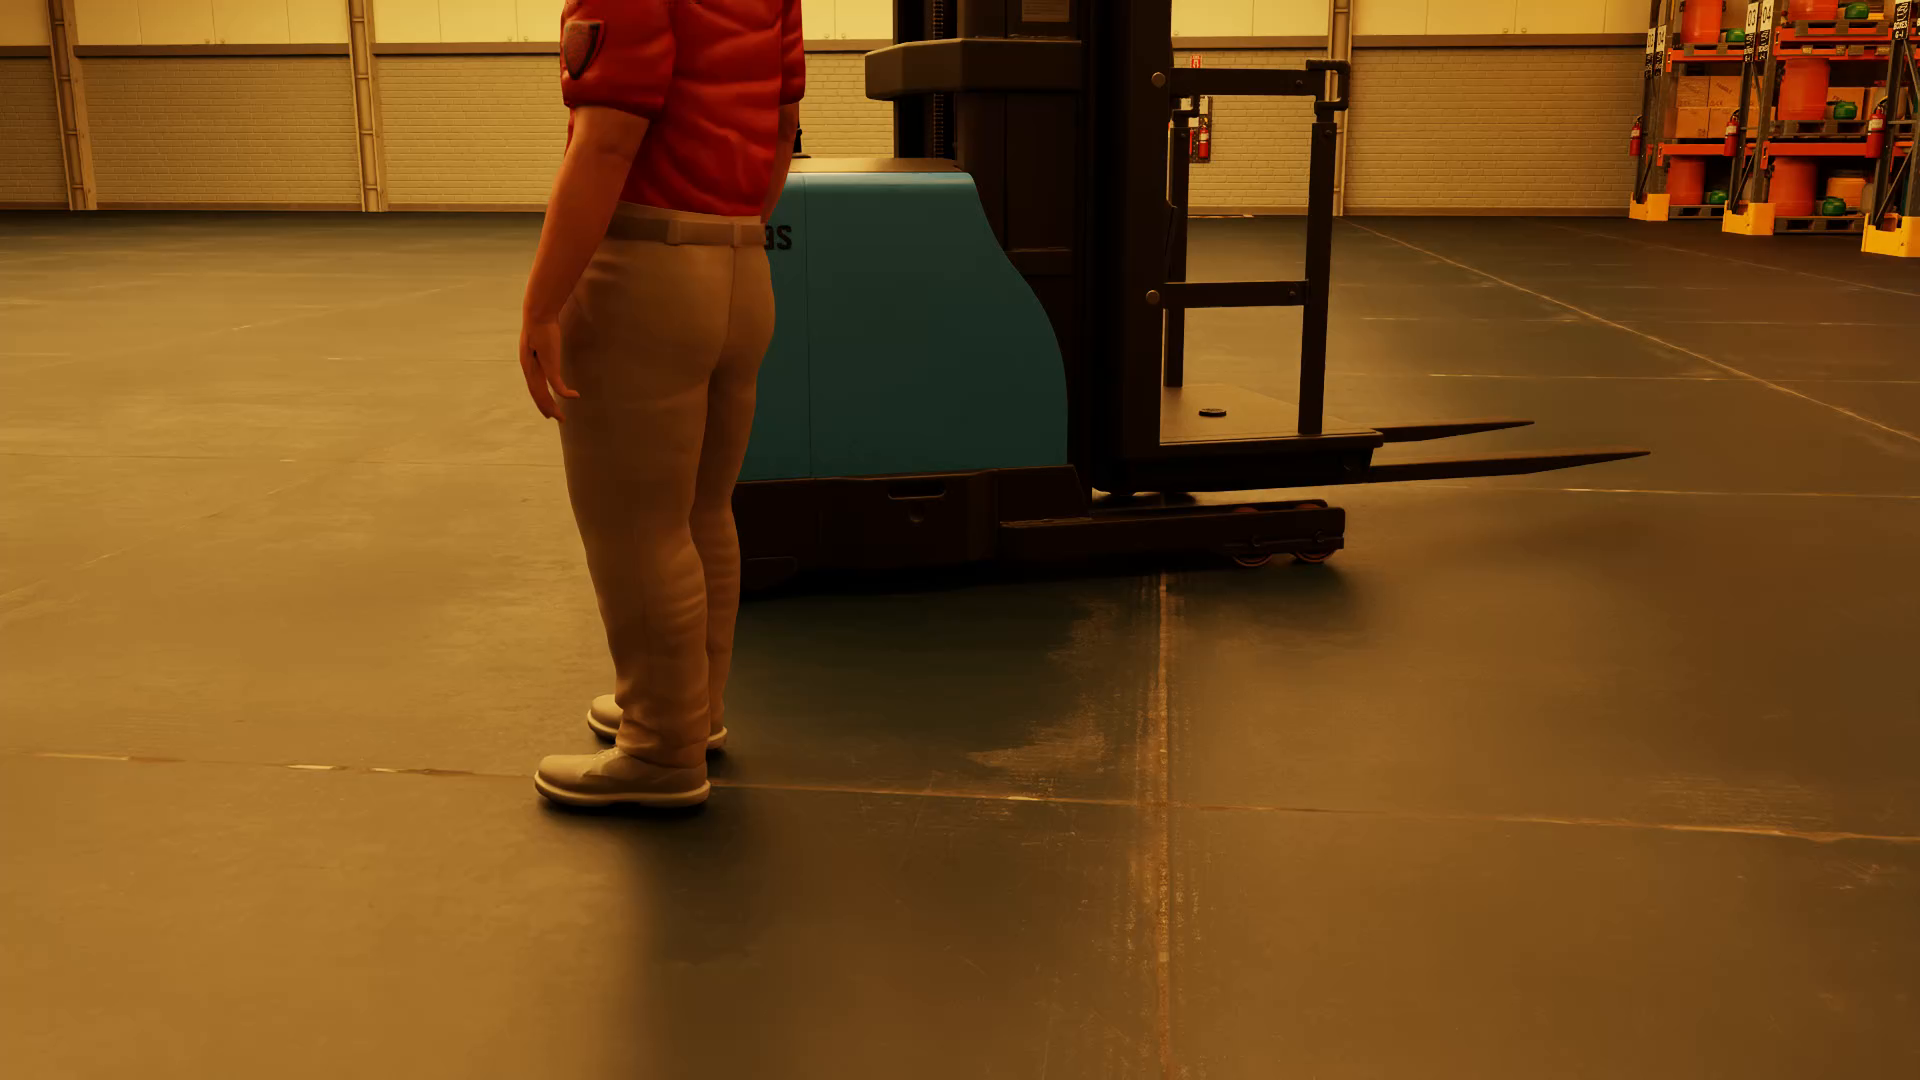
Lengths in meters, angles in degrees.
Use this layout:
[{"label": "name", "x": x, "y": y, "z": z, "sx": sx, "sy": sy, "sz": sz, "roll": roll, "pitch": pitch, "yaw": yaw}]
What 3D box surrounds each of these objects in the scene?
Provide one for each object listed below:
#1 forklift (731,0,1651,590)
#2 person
[{"label": "forklift", "x": 0.587, "y": -1.464, "z": 4.770, "sx": 3.031, "sy": 2.935, "sz": 1.130, "roll": -4, "pitch": 14, "yaw": -15}, {"label": "person", "x": -0.579, "y": -0.394, "z": 2.806, "sx": 0.551, "sy": 1.727, "sz": 0.641, "roll": 5, "pitch": 14, "yaw": 21}]
